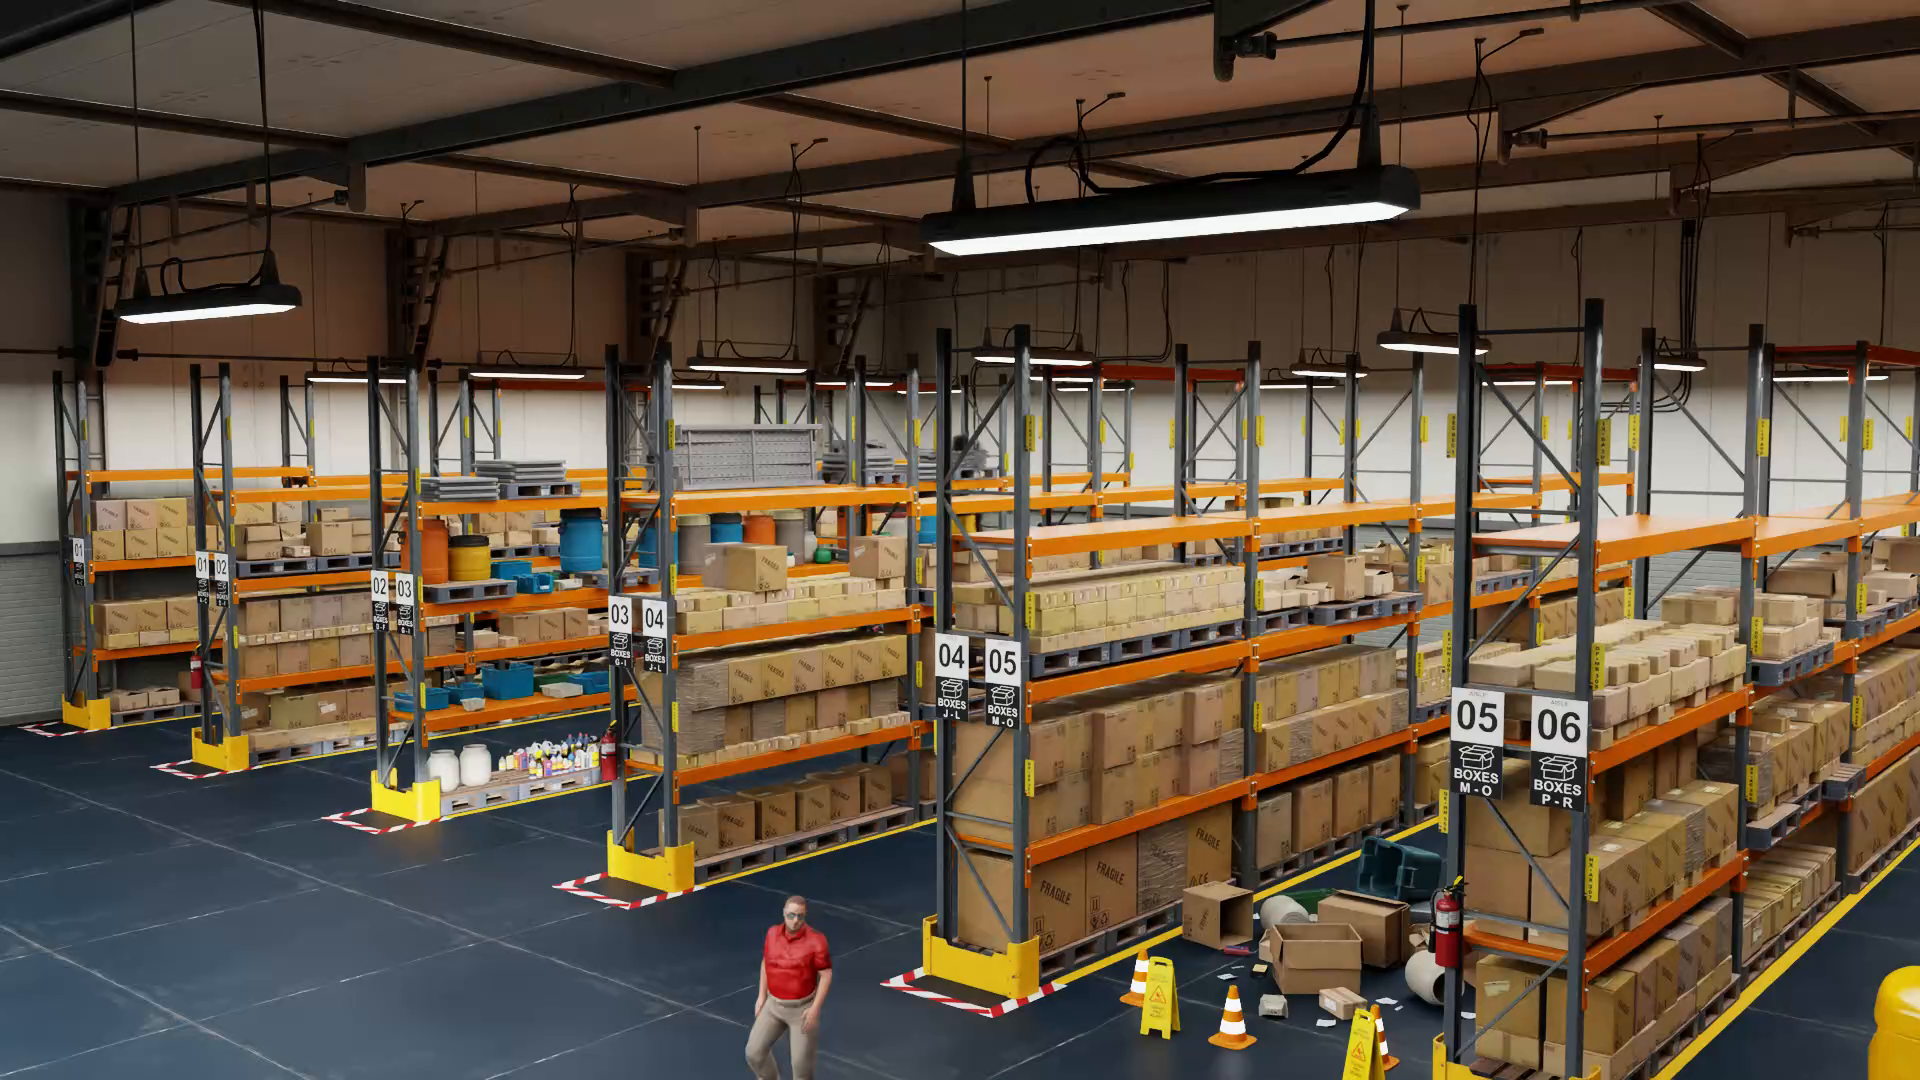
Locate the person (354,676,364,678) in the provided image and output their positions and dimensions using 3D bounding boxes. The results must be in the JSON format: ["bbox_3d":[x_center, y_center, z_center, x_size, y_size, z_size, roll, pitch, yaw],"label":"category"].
[{"bbox_3d":[-10.337,2.301,28.456,0.786,1.638,0.647,-1,4,-16],"label":"person"}]

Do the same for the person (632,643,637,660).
[{"bbox_3d":[-6.551,1.934,32.878,0.646,1.774,0.833,2,5,29],"label":"person"}]

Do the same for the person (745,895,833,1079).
[{"bbox_3d":[-1.313,3.438,12.192,0.803,1.704,0.588,1,4,19],"label":"person"}]
